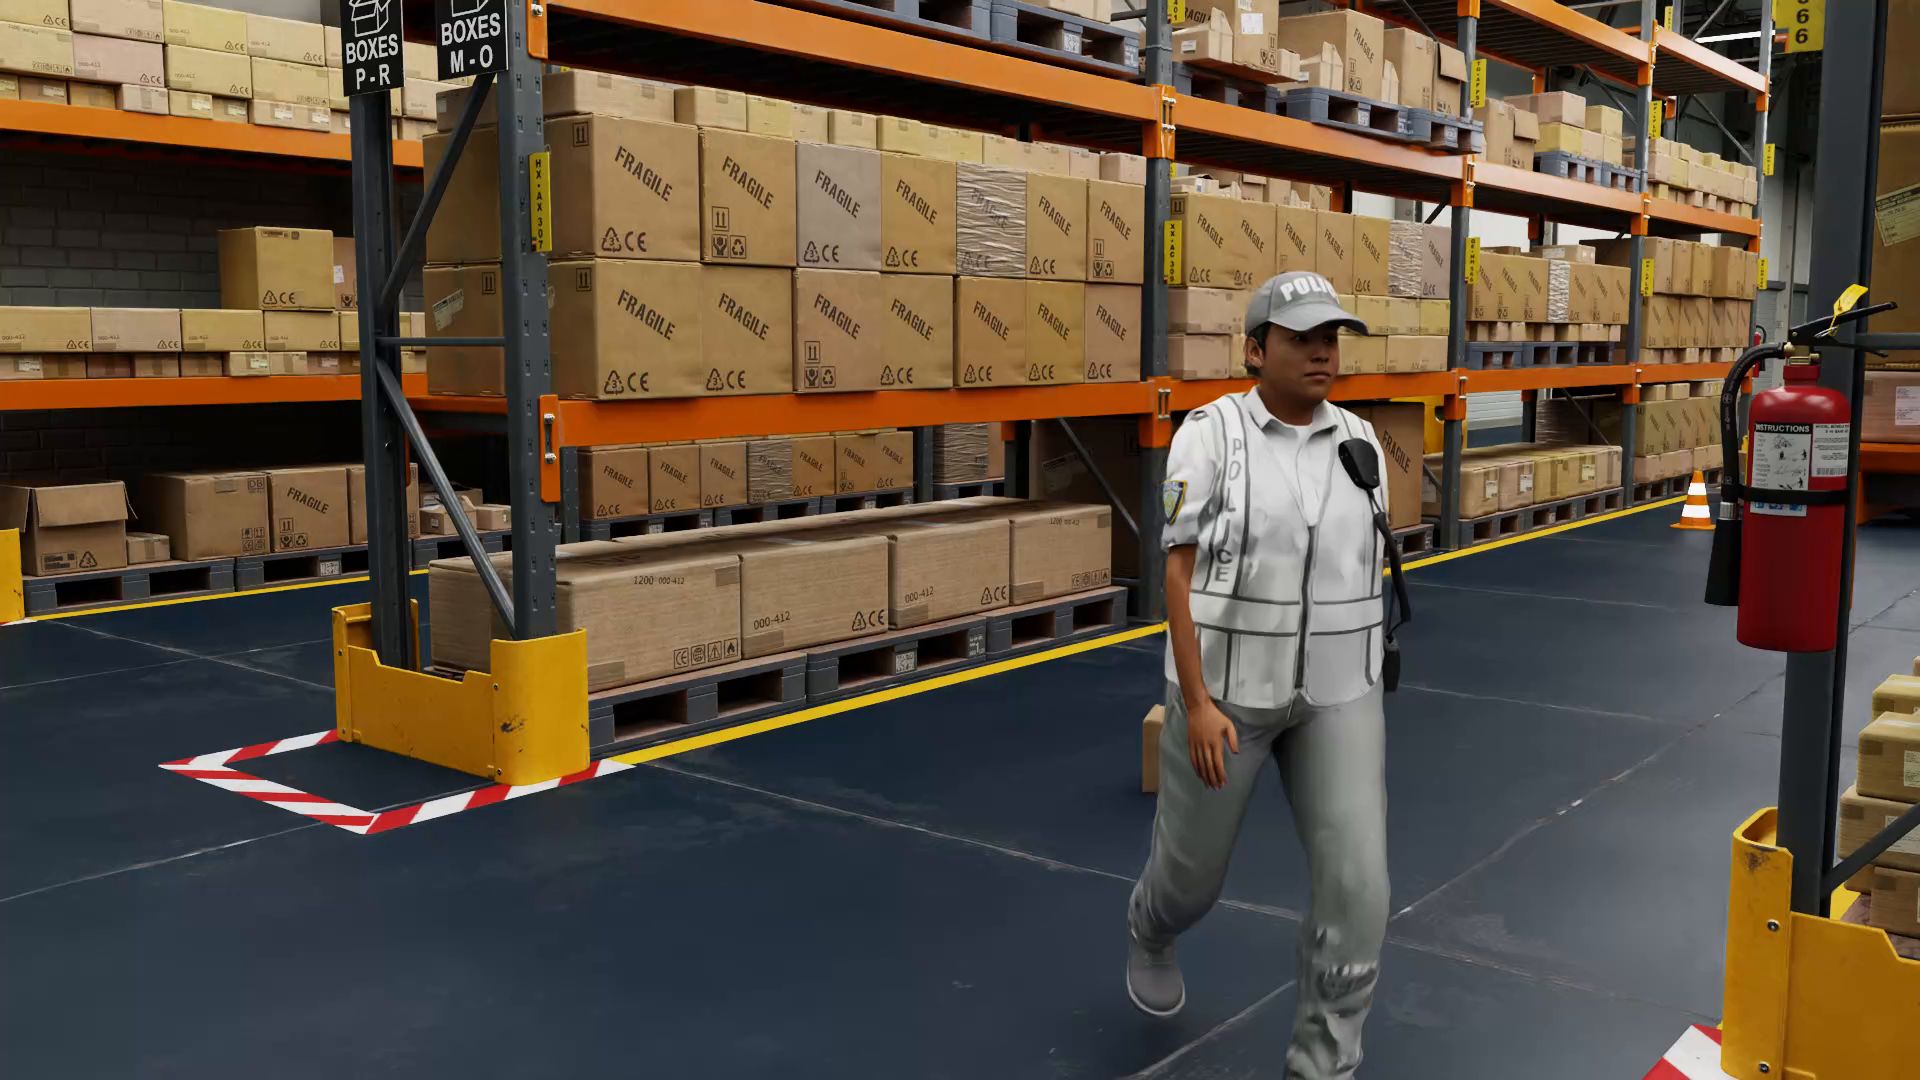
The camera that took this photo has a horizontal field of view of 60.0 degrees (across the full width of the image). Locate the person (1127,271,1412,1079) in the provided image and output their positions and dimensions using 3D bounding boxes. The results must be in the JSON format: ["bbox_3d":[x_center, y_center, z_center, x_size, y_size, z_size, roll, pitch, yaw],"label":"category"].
[{"bbox_3d":[0.606,0.290,3.248,0.471,1.611,0.908,-1,7,-5],"label":"person"}]
